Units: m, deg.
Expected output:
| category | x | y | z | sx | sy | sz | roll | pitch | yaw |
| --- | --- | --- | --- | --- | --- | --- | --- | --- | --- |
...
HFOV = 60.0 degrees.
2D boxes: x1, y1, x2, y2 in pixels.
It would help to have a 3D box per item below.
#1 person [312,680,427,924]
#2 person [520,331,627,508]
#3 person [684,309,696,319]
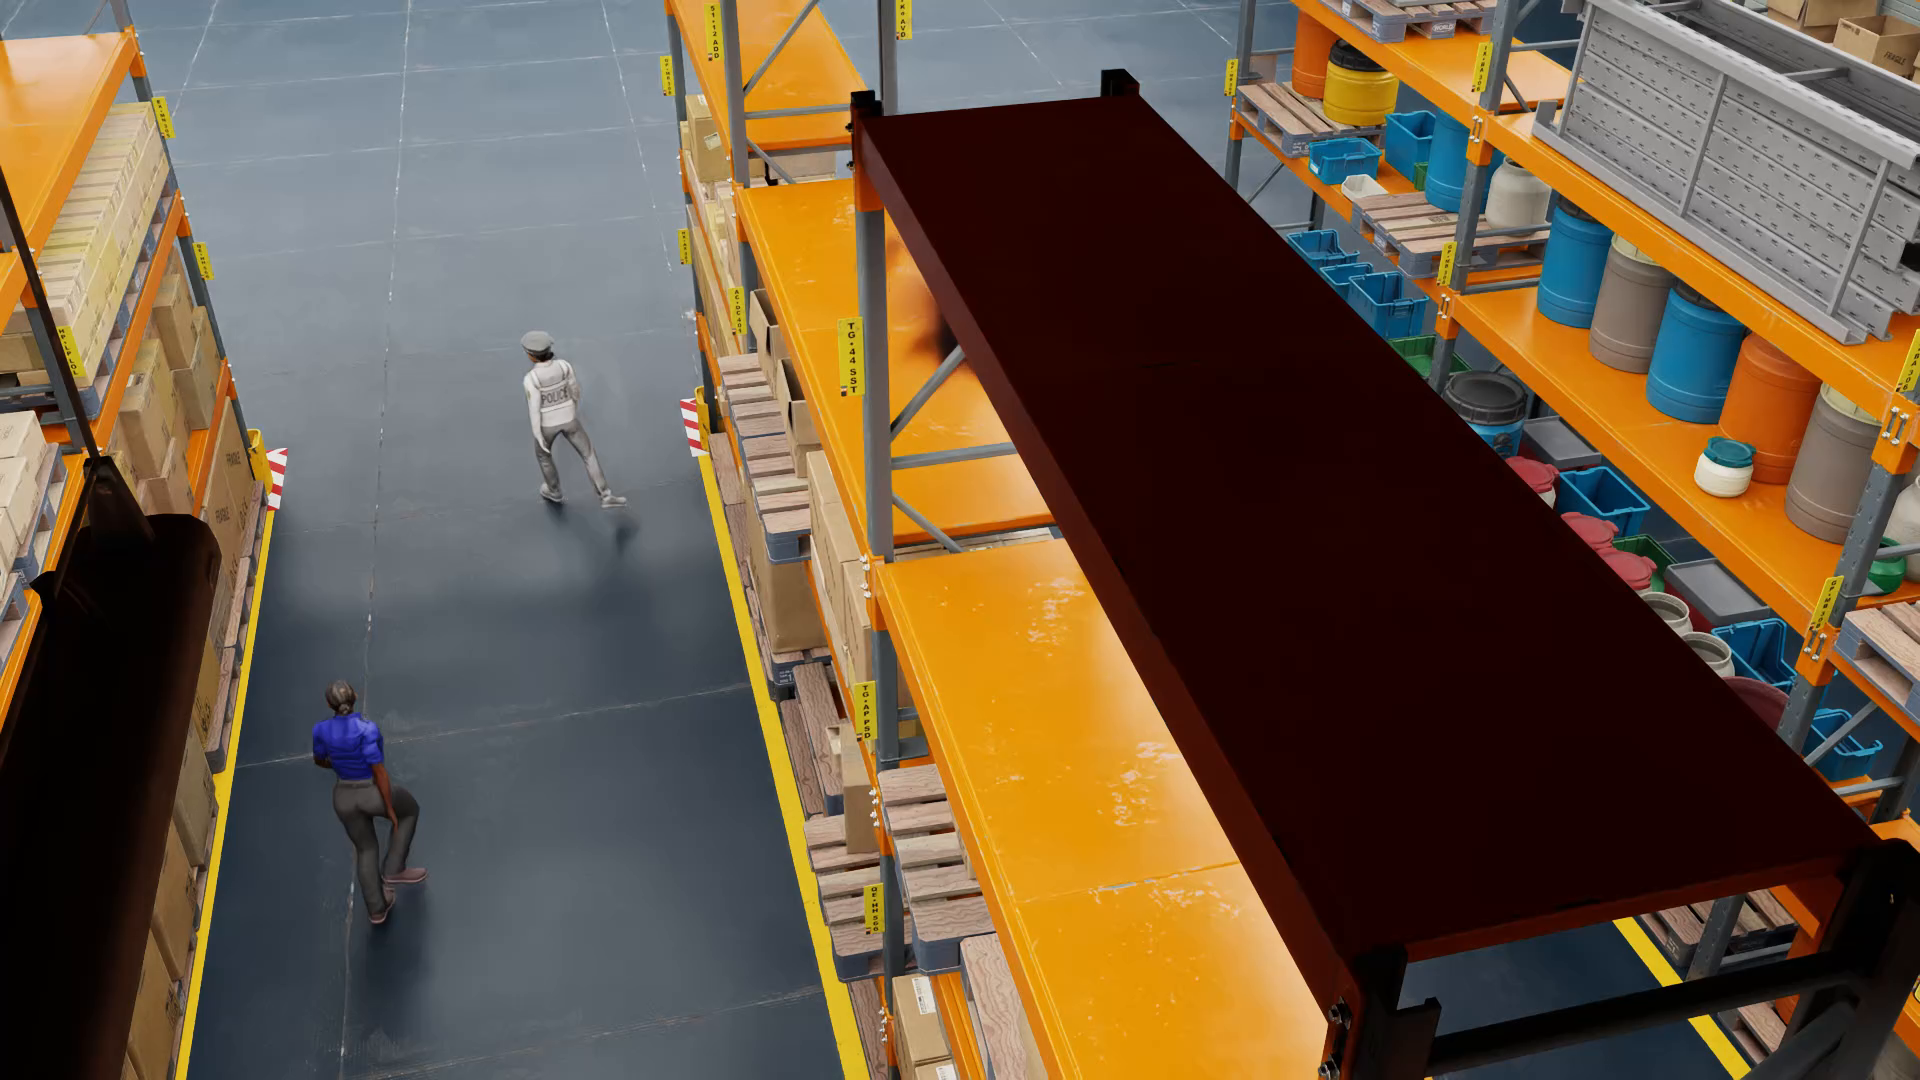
| category | x | y | z | sx | sy | sz | roll | pitch | yaw |
| --- | --- | --- | --- | --- | --- | --- | --- | --- | --- |
| person | -3.715 | 1.588 | 10.343 | 0.573 | 1.608 | 0.704 | 1 | 34 | 2 |
| person | -3.314 | -0.988 | 14.073 | 0.651 | 1.626 | 0.794 | -19 | 39 | -26 |
| person | -2.436 | -3.160 | 17.106 | 0.878 | 1.720 | 0.663 | 1 | 34 | 1 |
